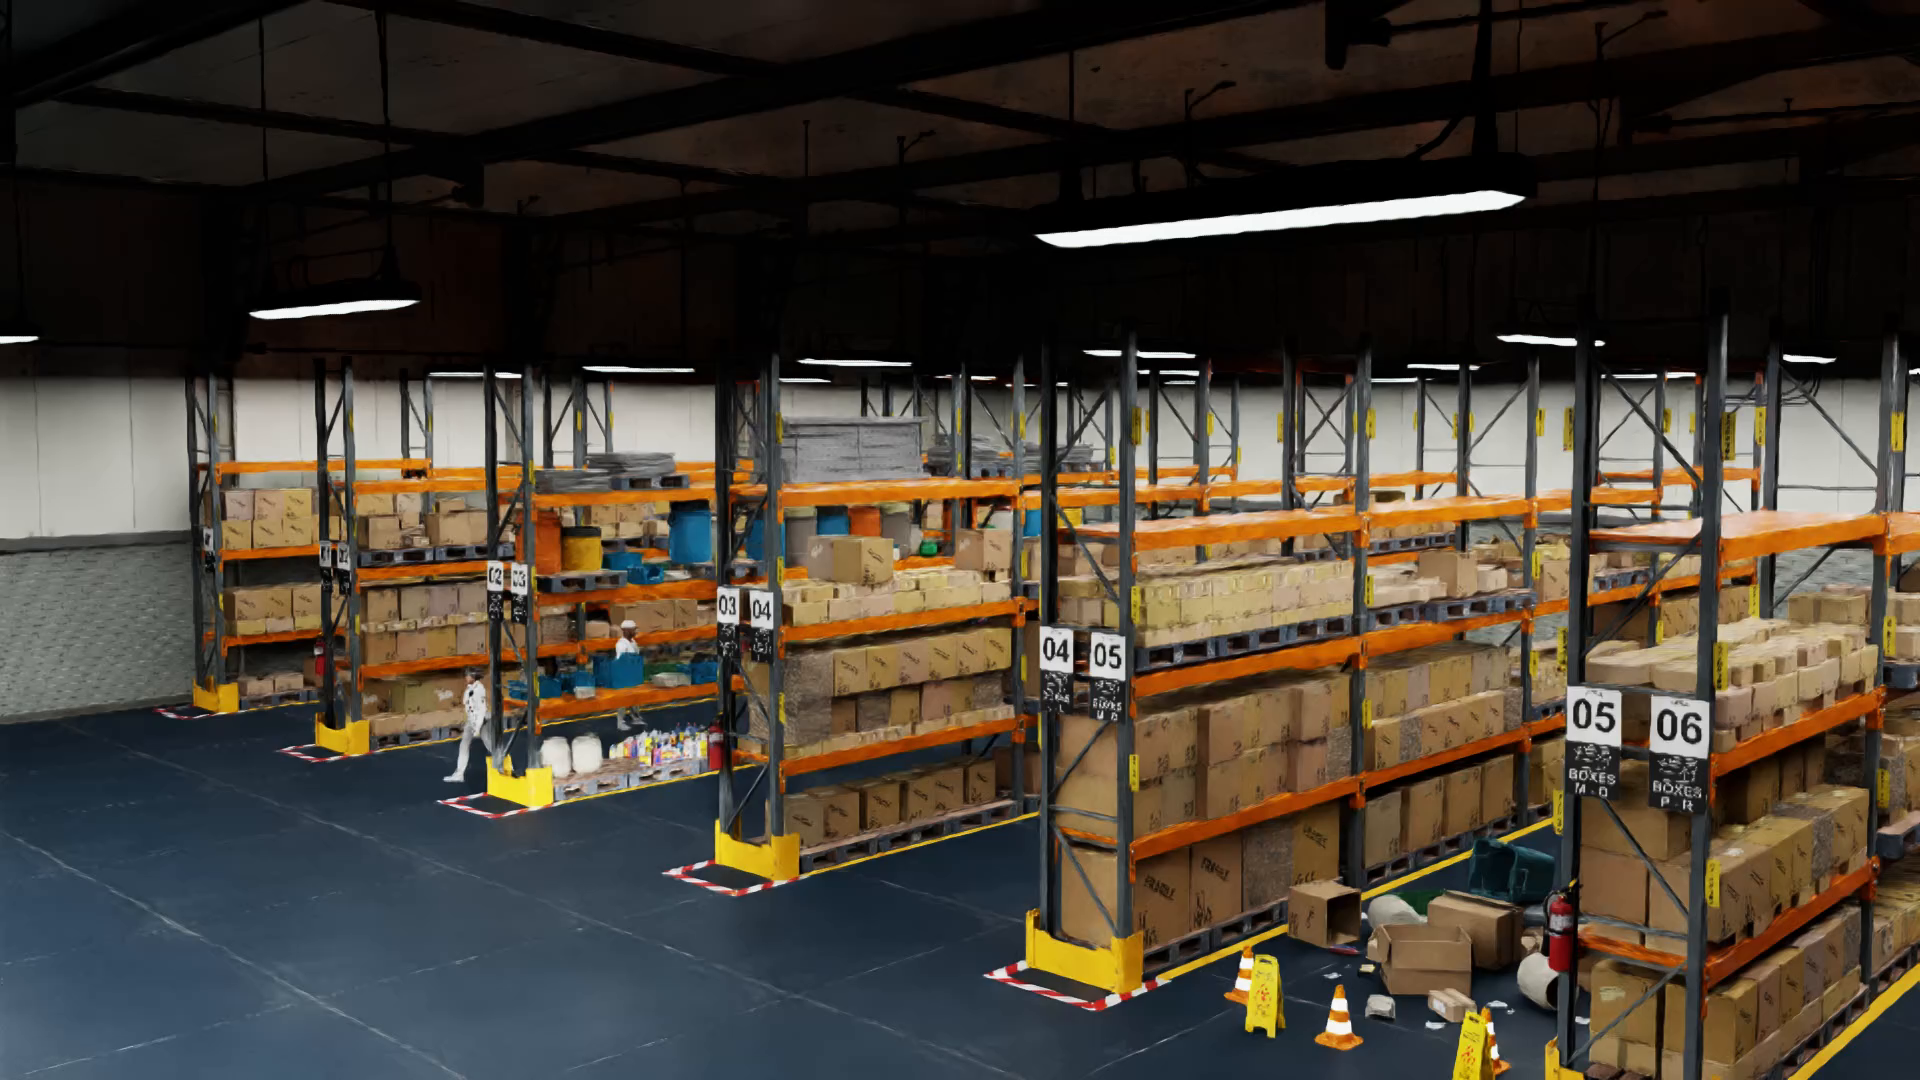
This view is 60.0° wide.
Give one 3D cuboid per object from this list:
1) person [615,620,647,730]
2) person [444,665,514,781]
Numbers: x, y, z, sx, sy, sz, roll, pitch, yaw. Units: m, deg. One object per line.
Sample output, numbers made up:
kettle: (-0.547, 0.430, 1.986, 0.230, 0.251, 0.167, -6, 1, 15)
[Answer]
person: (-5.367, 2.186, 27.149, 0.447, 1.771, 0.632, 1, 5, 14)
person: (-6.762, 2.554, 23.346, 0.934, 1.625, 0.492, -4, 6, -42)
